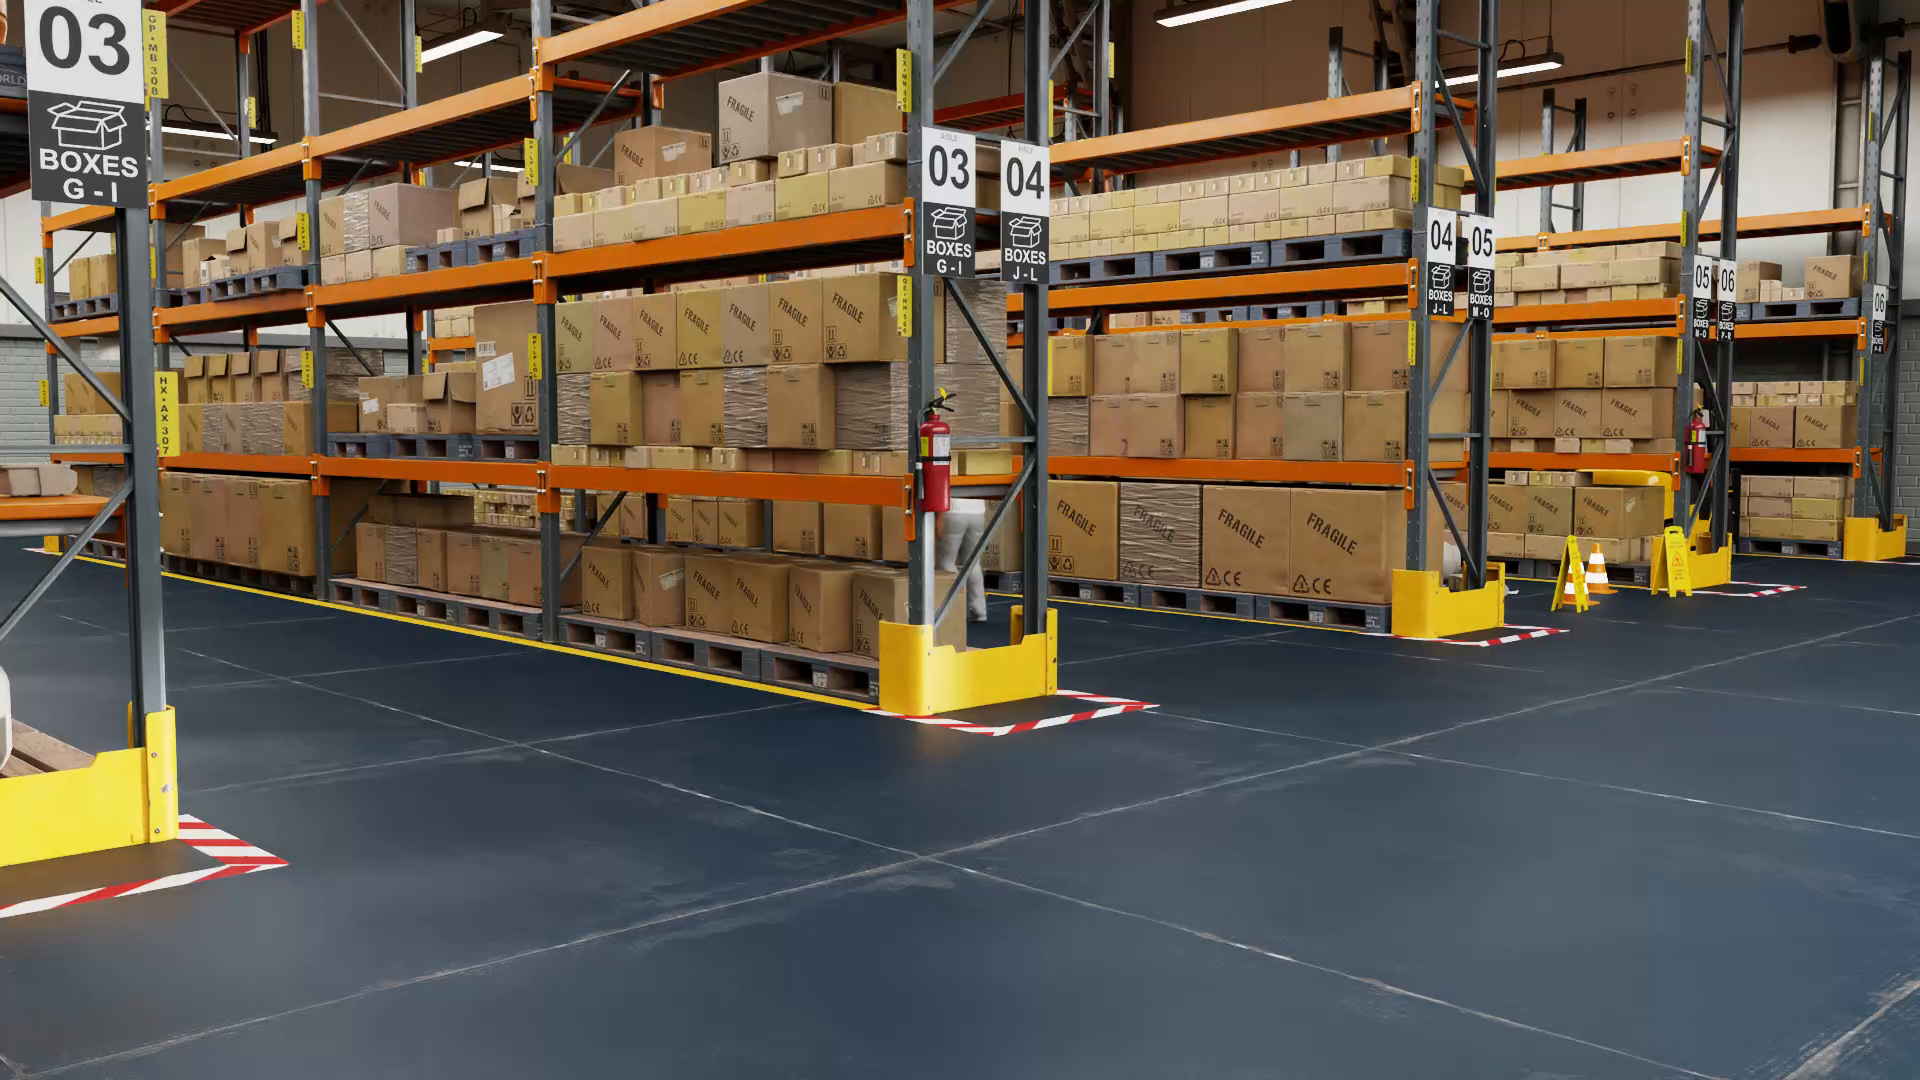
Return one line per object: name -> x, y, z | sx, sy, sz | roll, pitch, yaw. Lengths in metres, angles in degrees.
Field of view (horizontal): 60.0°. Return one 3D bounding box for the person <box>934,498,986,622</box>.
person -> -0.031, -0.147, 13.331 | 0.473, 1.656, 0.391 | -4, 5, -43
